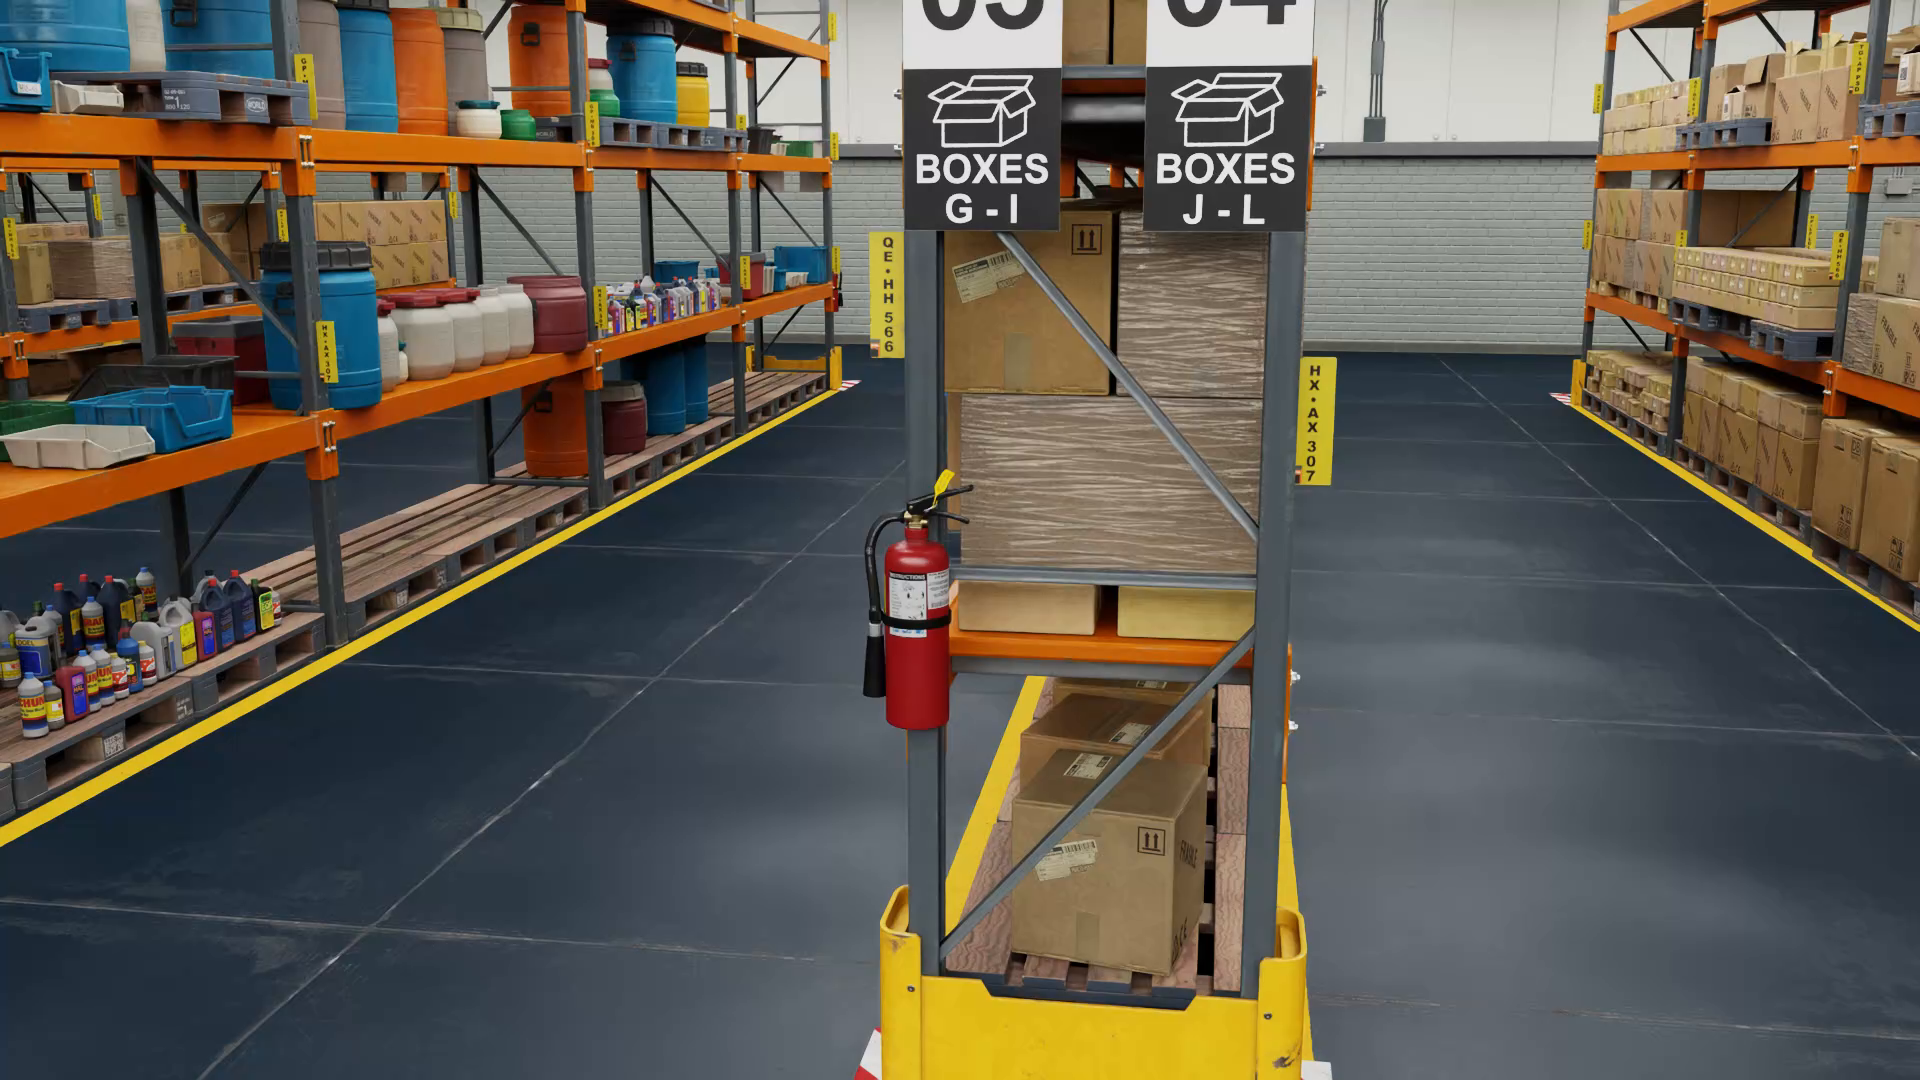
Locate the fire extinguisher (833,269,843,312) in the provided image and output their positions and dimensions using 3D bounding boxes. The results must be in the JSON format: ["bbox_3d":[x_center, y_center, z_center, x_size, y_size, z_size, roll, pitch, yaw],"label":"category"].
[{"bbox_3d":[-1.601,-3.183,20.711,0.296,0.674,0.183,2,12,9],"label":"fire extinguisher"}]

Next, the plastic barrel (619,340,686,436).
[{"bbox_3d":[-2.898,-1.473,15.692,0.600,0.901,0.708,2,12,9],"label":"plastic barrel"}]

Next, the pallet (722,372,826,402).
[{"bbox_3d":[-2.238,-1.853,20.089,1.003,0.211,1.213,2,12,9],"label":"pallet"}]

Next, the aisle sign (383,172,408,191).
[{"bbox_3d":[-7.247,-4.842,21.170,0.394,0.787,0.004,2,12,9],"label":"aisle sign"}]

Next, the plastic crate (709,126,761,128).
[{"bbox_3d":[-2.580,-4.513,18.842,0.504,0.338,0.767,2,12,9],"label":"plastic crate"}]

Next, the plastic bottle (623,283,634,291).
[{"bbox_3d":[-3.192,-2.333,15.992,0.152,0.276,0.135,2,12,9],"label":"plastic bottle"}]

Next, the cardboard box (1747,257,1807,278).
[{"bbox_3d":[6.260,-2.081,12.718,0.380,0.149,0.250,2,12,9],"label":"cardboard box"}]

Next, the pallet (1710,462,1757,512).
[{"bbox_3d":[6.788,-0.431,13.494,1.003,0.211,1.213,2,12,9],"label":"pallet"}]

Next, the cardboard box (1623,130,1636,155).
[{"bbox_3d":[7.233,-4.135,17.295,0.500,0.250,0.500,1,12,7],"label":"cardboard box"}]

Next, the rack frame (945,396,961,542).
[{"bbox_3d":[-0.011,-0.499,11.817,0.200,1.050,0.008,2,12,9],"label":"rack frame"}]

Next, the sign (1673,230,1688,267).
[{"bbox_3d":[6.554,-2.650,15.117,0.100,0.325,0.005,2,12,9],"label":"sign"}]

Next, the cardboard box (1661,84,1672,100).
[{"bbox_3d":[7.021,-4.335,16.091,0.380,0.149,0.250,1,12,6],"label":"cardboard box"}]

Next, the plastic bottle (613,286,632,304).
[{"bbox_3d":[-3.128,-2.211,15.428,0.152,0.276,0.135,2,12,9],"label":"plastic bottle"}]

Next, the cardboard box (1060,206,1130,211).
[{"bbox_3d":[0.272,-0.805,5.291,0.500,0.500,0.500,2,12,9],"label":"cardboard box"}]

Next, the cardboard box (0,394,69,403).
[{"bbox_3d":[-7.845,-0.961,14.220,0.500,0.500,0.500,2,12,11],"label":"cardboard box"}]

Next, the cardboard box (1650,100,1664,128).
[{"bbox_3d":[7.078,-4.170,16.270,0.500,0.250,0.500,2,12,11],"label":"cardboard box"}]

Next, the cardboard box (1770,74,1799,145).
[{"bbox_3d":[6.458,-3.229,12.501,0.500,0.500,0.500,2,12,9],"label":"cardboard box"}]

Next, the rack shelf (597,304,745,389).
[{"bbox_3d":[-2.996,-1.786,14.866,1.077,0.370,4.000,2,12,9],"label":"rack shelf"}]

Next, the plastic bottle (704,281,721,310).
[{"bbox_3d":[-2.430,-2.400,16.306,0.152,0.276,0.135,2,12,9],"label":"plastic bottle"}]

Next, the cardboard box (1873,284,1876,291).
[{"bbox_3d":[6.788,-1.757,11.920,0.380,0.149,0.250,2,12,11],"label":"cardboard box"}]

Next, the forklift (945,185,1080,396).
[{"bbox_3d":[0.477,-2.127,14.907,1.130,2.935,3.031,2,12,9],"label":"forklift"}]

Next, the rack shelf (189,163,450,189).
[{"bbox_3d":[-7.275,-4.246,19.162,1.077,0.370,4.000,2,12,9],"label":"rack shelf"}]

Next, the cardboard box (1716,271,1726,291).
[{"bbox_3d":[6.379,-2.099,13.506,0.380,0.149,0.250,2,12,8],"label":"cardboard box"}]

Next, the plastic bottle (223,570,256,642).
[{"bbox_3d":[-3.733,0.335,8.562,0.144,0.351,0.185,2,12,7],"label":"plastic bottle"}]

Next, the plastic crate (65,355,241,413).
[{"bbox_3d":[-4.125,-0.753,8.515,0.767,0.338,0.504,2,12,9],"label":"plastic crate"}]

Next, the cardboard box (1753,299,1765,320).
[{"bbox_3d":[6.219,-1.736,12.527,0.380,0.149,0.250,2,12,8],"label":"cardboard box"}]

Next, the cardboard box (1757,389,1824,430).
[{"bbox_3d":[6.389,-0.985,12.600,0.500,0.250,0.500,2,12,9],"label":"cardboard box"}]

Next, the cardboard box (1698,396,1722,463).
[{"bbox_3d":[6.636,-0.939,14.168,0.500,0.500,0.500,2,12,11],"label":"cardboard box"}]

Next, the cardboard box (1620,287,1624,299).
[{"bbox_3d":[7.270,-2.642,17.727,0.380,0.149,0.250,2,12,8],"label":"cardboard box"}]

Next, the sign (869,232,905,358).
[{"bbox_3d":[-0.185,-0.638,4.334,0.100,0.325,0.005,2,12,9],"label":"sign"}]

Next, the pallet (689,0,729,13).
[{"bbox_3d":[-2.785,-5.025,15.348,1.003,0.211,1.213,2,12,9],"label":"pallet"}]

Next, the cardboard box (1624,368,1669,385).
[{"bbox_3d":[7.017,-1.670,16.981,0.380,0.149,0.250,1,12,7],"label":"cardboard box"}]

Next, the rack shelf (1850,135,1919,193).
[{"bbox_3d":[6.168,-2.077,9.098,1.077,0.370,4.000,2,12,9],"label":"rack shelf"}]

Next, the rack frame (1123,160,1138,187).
[{"bbox_3d":[1.590,-1.560,12.114,1.000,3.000,0.127,2,12,9],"label":"rack frame"}]

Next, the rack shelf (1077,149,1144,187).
[{"bbox_3d":[1.283,-2.259,9.942,1.077,0.370,4.000,2,12,9],"label":"rack shelf"}]

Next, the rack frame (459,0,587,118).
[{"bbox_3d":[-3.304,-4.654,12.226,1.000,3.000,0.127,2,12,9],"label":"rack frame"}]

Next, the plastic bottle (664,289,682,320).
[{"bbox_3d":[-2.620,-2.143,15.112,0.152,0.276,0.135,2,12,9],"label":"plastic bottle"}]

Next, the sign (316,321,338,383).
[{"bbox_3d":[-3.377,-1.003,8.872,0.100,0.325,0.005,2,12,9],"label":"sign"}]

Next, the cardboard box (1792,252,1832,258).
[{"bbox_3d":[7.059,-2.279,13.637,0.380,0.149,0.250,1,12,7],"label":"cardboard box"}]

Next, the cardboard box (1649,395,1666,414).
[{"bbox_3d":[6.855,-1.301,15.974,0.380,0.149,0.250,1,12,6],"label":"cardboard box"}]

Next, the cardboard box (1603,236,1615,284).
[{"bbox_3d":[7.307,-3.042,18.043,0.500,0.500,0.500,2,12,9],"label":"cardboard box"}]

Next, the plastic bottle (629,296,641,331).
[{"bbox_3d":[-2.745,-1.914,14.032,0.061,0.283,0.133,2,12,9],"label":"plastic bottle"}]

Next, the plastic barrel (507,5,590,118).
[{"bbox_3d":[-3.213,-3.720,13.001,0.600,0.830,0.708,2,12,9],"label":"plastic barrel"}]

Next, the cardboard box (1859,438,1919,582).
[{"bbox_3d":[6.162,-0.178,10.044,1.050,0.750,0.750,2,12,10],"label":"cardboard box"}]

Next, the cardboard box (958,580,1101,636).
[{"bbox_3d":[0.200,0.162,4.719,0.380,0.149,0.250,2,12,9],"label":"cardboard box"}]

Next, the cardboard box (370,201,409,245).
[{"bbox_3d":[-6.916,-3.770,19.757,0.500,0.500,0.500,2,12,10],"label":"cardboard box"}]

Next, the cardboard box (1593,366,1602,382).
[{"bbox_3d":[7.274,-1.845,18.499,0.380,0.149,0.250,2,12,8],"label":"cardboard box"}]

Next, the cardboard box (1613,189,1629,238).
[{"bbox_3d":[7.202,-3.429,17.469,0.500,0.500,0.500,2,12,7],"label":"cardboard box"}]

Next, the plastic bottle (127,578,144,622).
[{"bbox_3d":[-4.318,0.348,8.661,0.061,0.283,0.133,2,12,9],"label":"plastic bottle"}]

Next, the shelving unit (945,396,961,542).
[{"bbox_3d":[0.008,-0.524,11.934,0.215,1.050,0.252,2,12,9],"label":"shelving unit"}]

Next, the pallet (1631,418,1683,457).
[{"bbox_3d":[7.159,-0.989,16.082,1.003,0.211,1.213,2,12,9],"label":"pallet"}]

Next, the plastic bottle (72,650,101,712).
[{"bbox_3d":[-3.894,0.624,7.408,0.097,0.271,0.097,0,12,0],"label":"plastic bottle"}]

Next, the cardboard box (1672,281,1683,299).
[{"bbox_3d":[6.576,-2.227,14.805,0.380,0.149,0.250,1,12,6],"label":"cardboard box"}]

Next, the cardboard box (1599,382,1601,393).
[{"bbox_3d":[7.350,-1.700,18.531,0.380,0.149,0.250,2,12,8],"label":"cardboard box"}]

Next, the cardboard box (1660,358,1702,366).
[{"bbox_3d":[7.763,-1.868,17.898,0.380,0.149,0.250,1,12,6],"label":"cardboard box"}]

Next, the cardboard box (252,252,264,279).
[{"bbox_3d":[-7.235,-2.861,17.911,0.500,0.500,0.500,2,12,10],"label":"cardboard box"}]

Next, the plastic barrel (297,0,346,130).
[{"bbox_3d":[-3.954,-2.849,9.781,0.600,0.901,0.600,0,12,0],"label":"plastic barrel"}]

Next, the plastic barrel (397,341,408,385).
[{"bbox_3d":[-3.564,-1.091,10.265,0.301,0.262,0.301,0,12,0],"label":"plastic barrel"}]
